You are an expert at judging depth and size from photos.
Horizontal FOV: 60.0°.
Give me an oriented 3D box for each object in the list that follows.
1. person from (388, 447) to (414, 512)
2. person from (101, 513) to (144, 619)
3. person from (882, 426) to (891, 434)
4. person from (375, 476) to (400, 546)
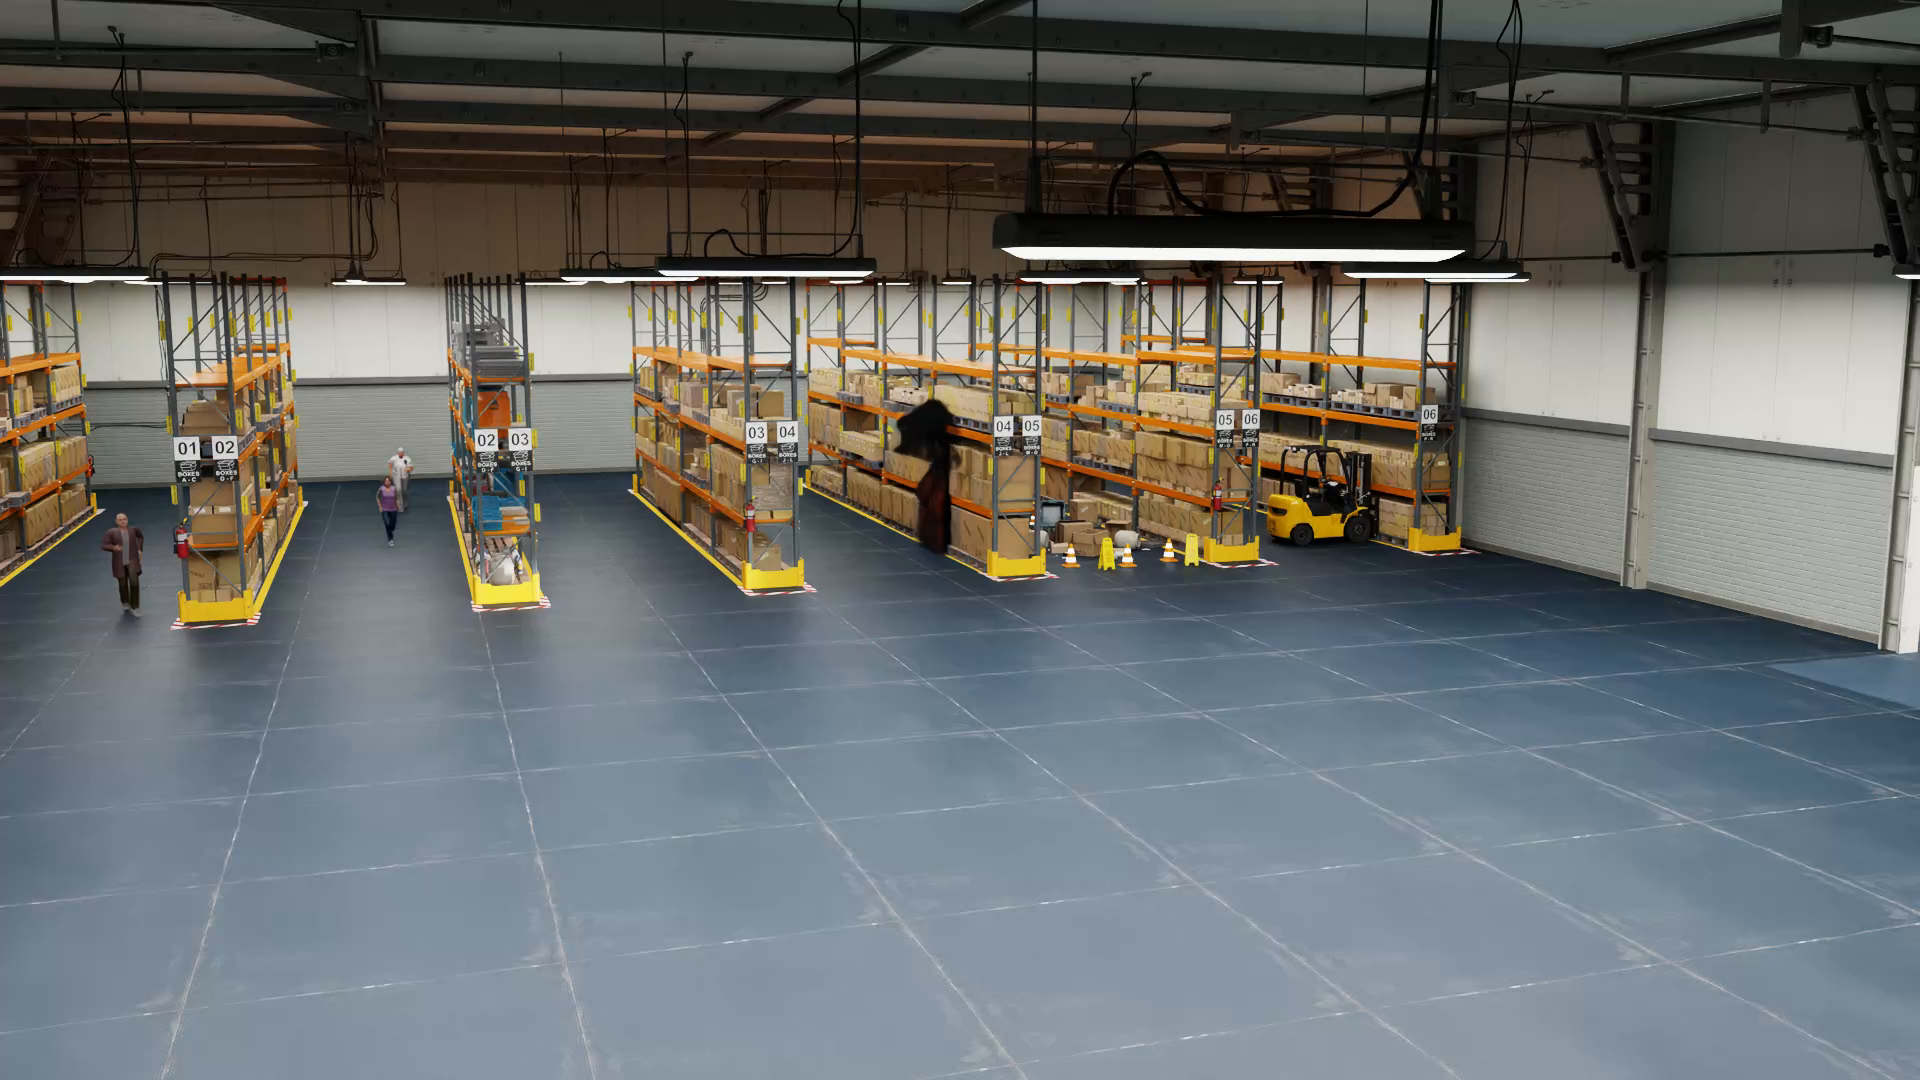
[{"bbox_3d":[-14.517,-1.586,43.224,0.619,1.690,0.821,-3,9,-21],"label":"person"},{"bbox_3d":[-14.711,0.434,29.278,0.689,1.834,0.882,-5,10,-28],"label":"person"},{"bbox_3d":[-2.151,-2.499,48.884,0.578,1.733,0.684,7,11,37],"label":"person"},{"bbox_3d":[-12.885,-0.673,37.460,0.525,1.562,0.680,-4,9,-24],"label":"person"}]
